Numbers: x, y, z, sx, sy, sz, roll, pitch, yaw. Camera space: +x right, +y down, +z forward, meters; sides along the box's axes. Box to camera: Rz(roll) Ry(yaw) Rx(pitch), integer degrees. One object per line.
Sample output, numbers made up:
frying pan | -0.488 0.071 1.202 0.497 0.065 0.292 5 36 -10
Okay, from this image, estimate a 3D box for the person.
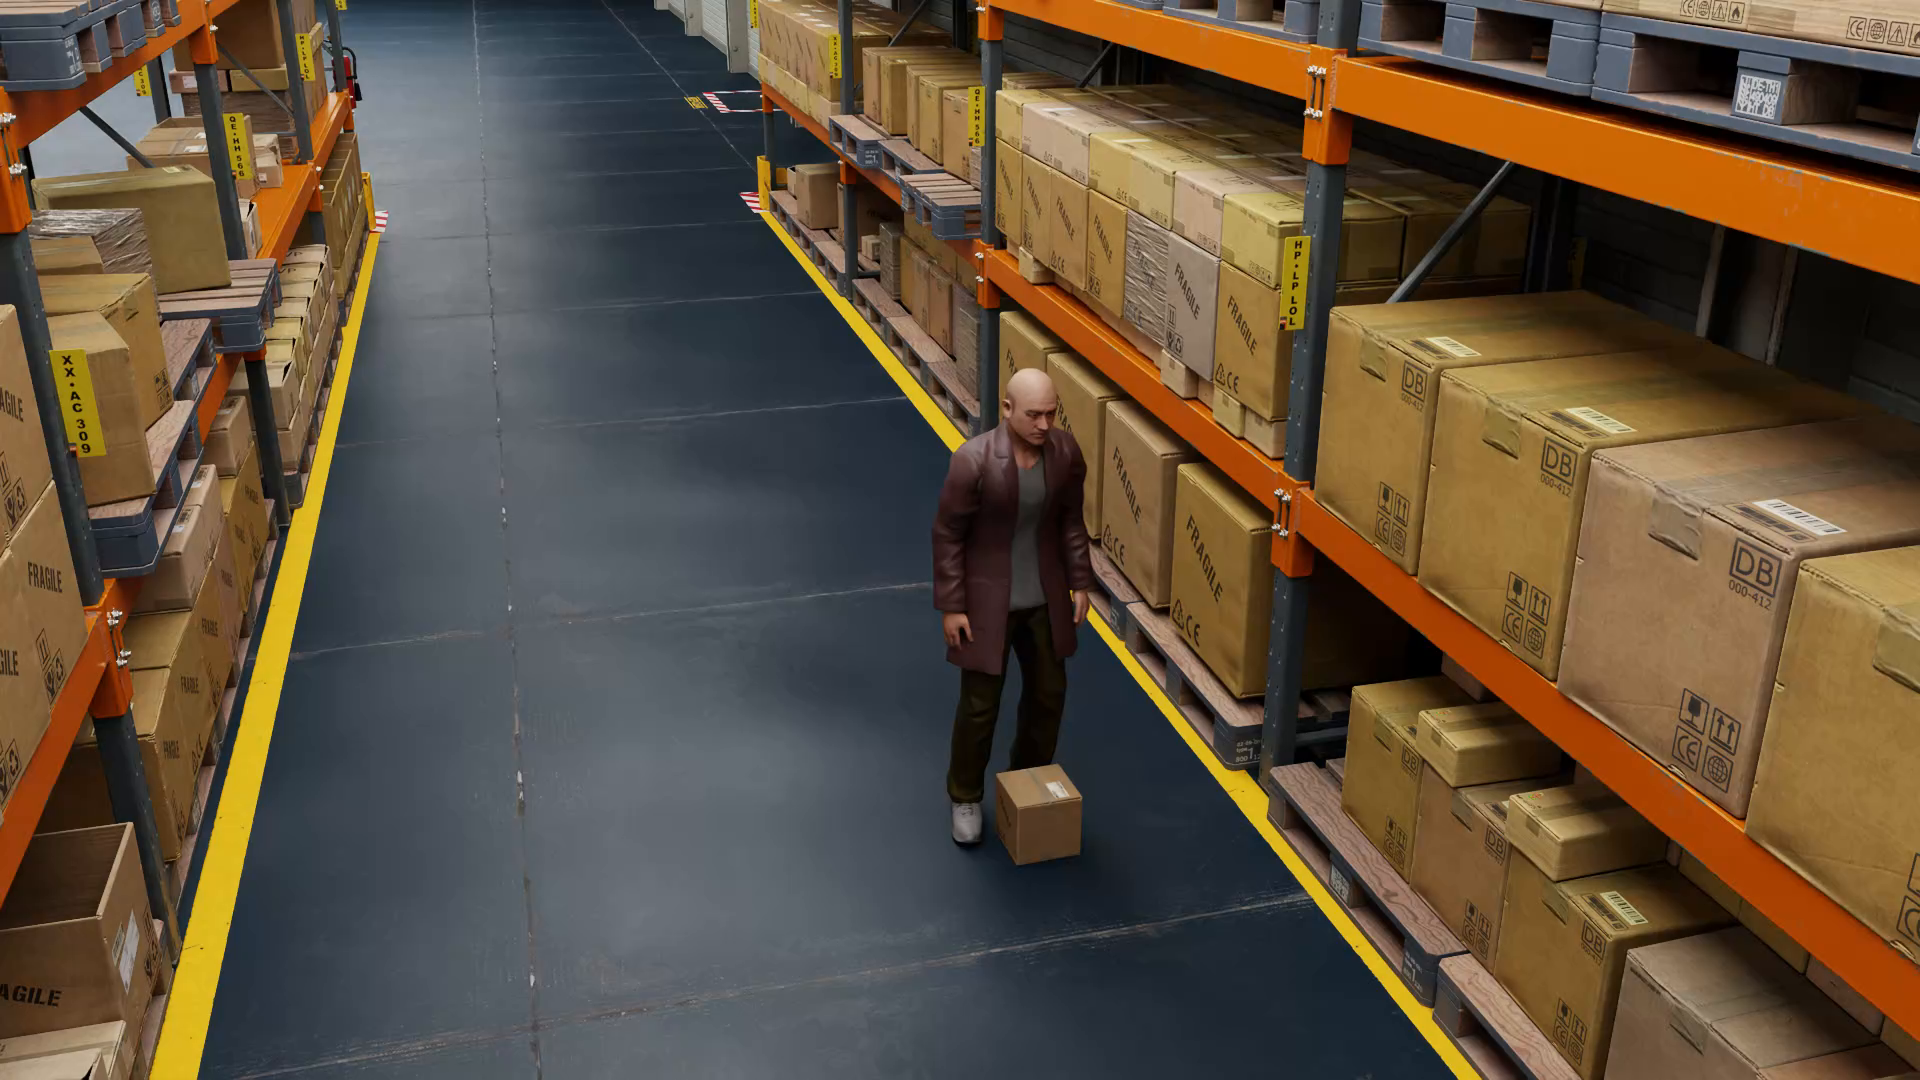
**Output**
person | 0.204 0.221 6.086 0.645 1.772 0.429 -10 25 -22
